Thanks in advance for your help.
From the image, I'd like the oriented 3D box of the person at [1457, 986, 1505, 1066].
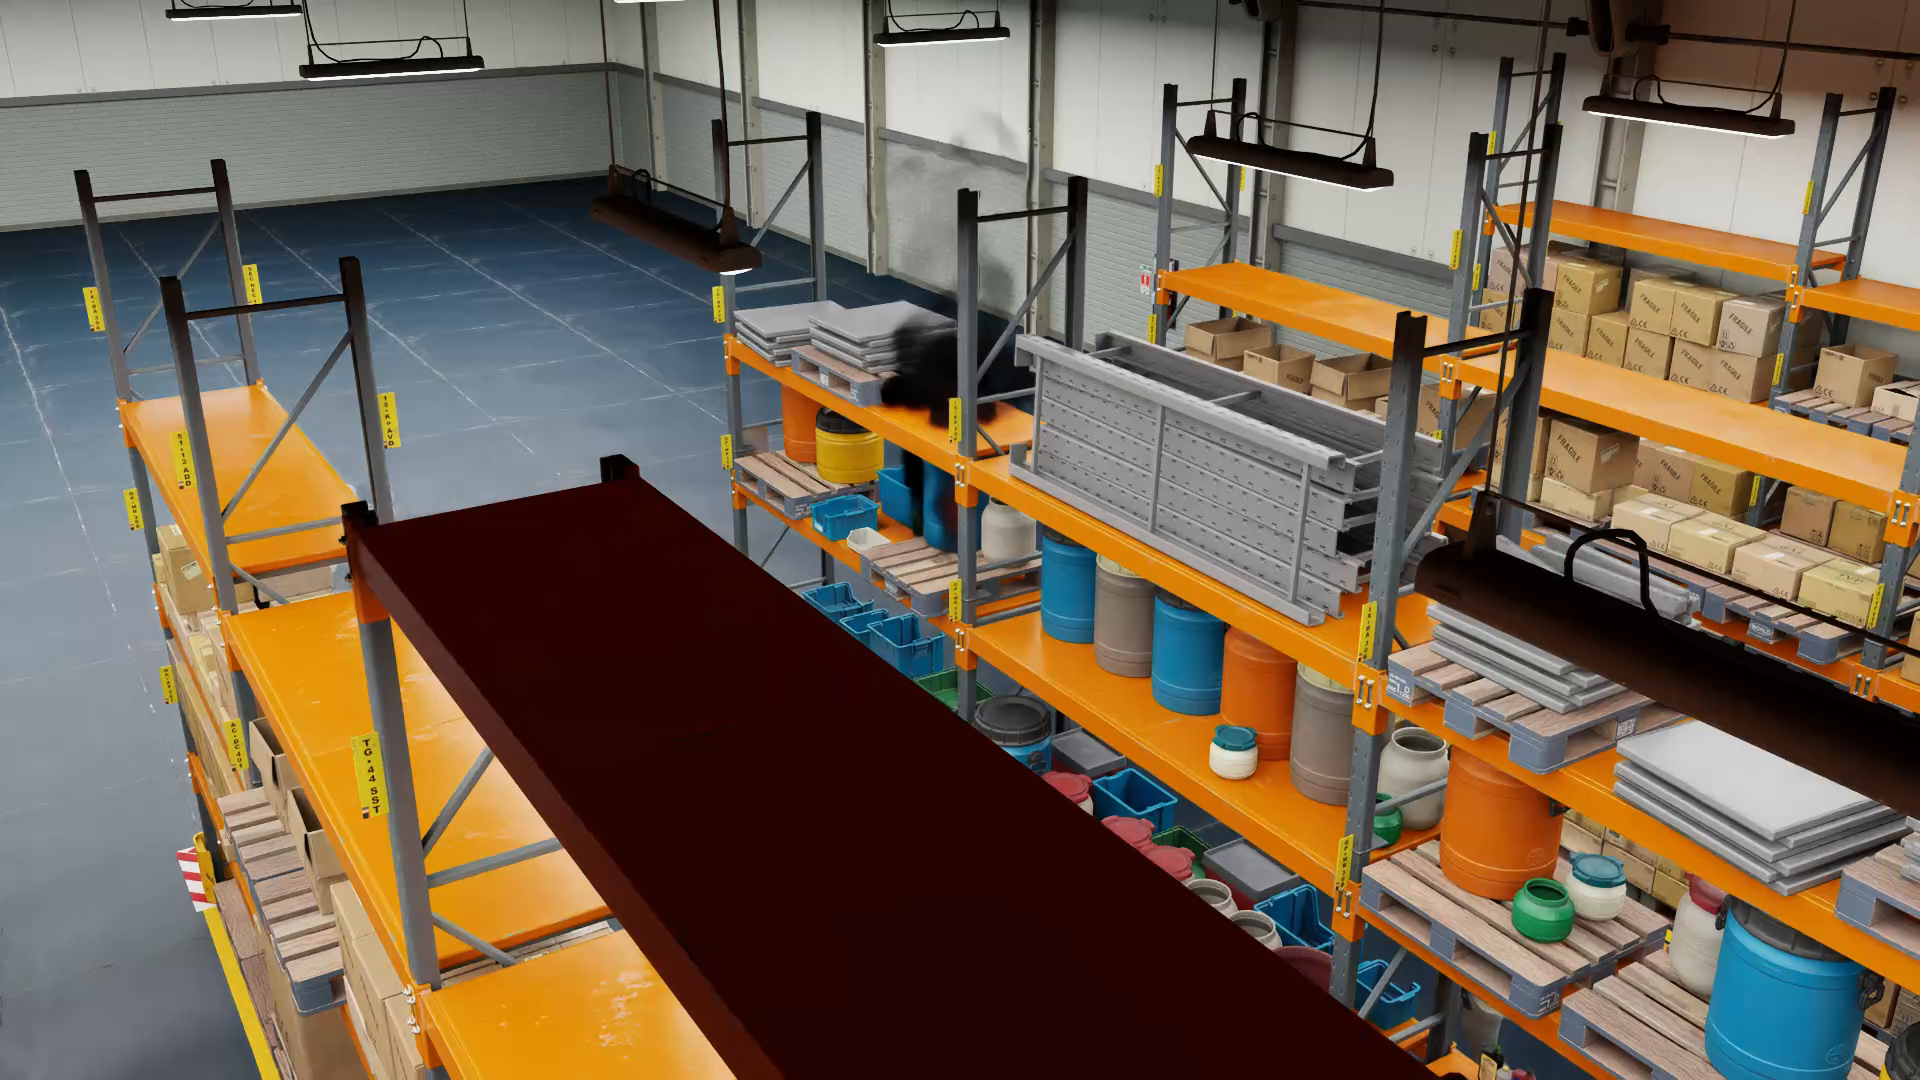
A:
[{"bbox_3d":[3.589,3.101,11.324,0.646,1.788,0.746,-15,26,-33],"label":"person"}]
